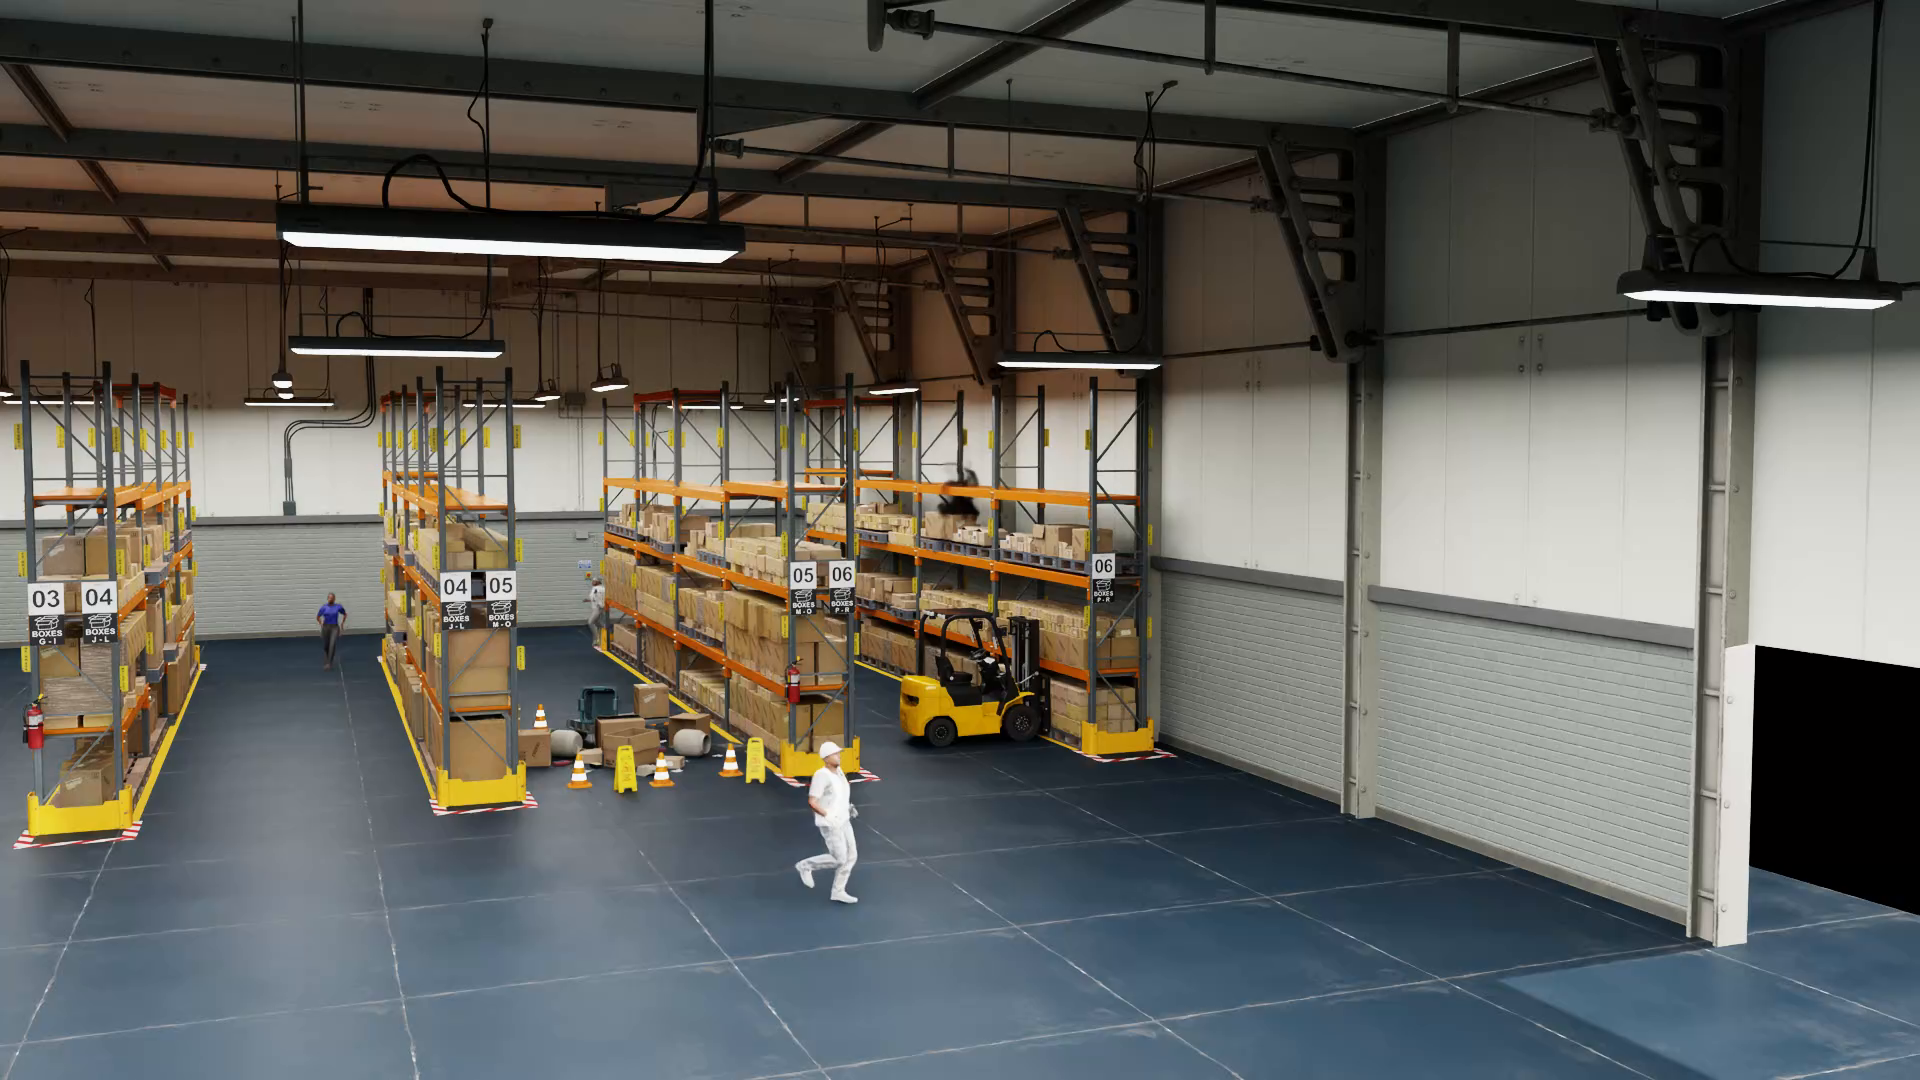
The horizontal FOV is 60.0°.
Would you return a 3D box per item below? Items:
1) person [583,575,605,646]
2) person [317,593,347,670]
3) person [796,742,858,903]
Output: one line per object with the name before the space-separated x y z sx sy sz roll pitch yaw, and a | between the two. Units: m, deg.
person | -8.847 1.730 40.633 0.736 1.747 0.563 -2 4 -26
person | -13.823 1.987 36.574 0.612 1.649 0.926 -1 4 -12
person | -1.427 3.056 18.060 0.679 1.746 0.688 1 4 18
